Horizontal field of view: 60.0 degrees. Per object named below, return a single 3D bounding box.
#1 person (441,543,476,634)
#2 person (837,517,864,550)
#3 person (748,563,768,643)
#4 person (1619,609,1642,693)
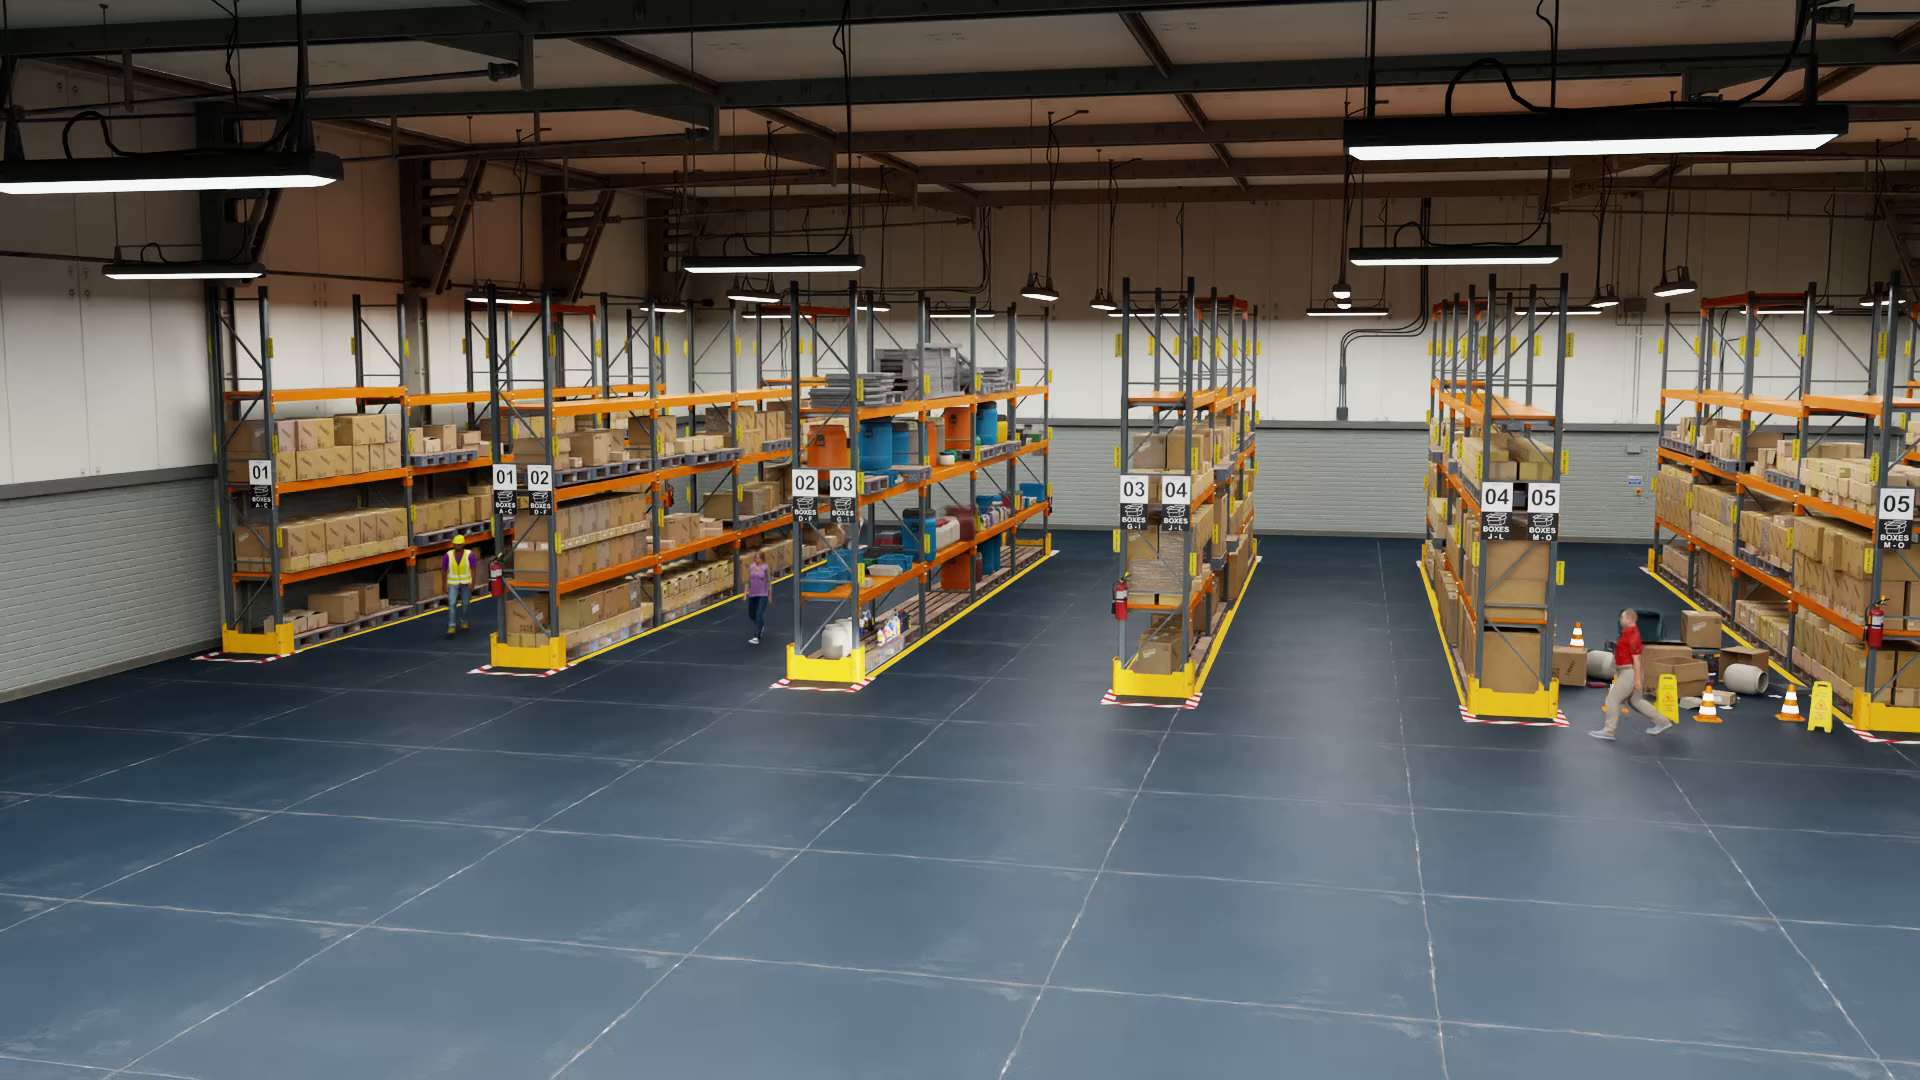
[{"bbox_3d":[-8.811,0.781,29.277,0.591,1.667,1.033,-2,7,-20],"label":"person"},{"bbox_3d":[-2.452,-0.119,37.500,0.519,1.414,0.786,3,7,23],"label":"person"},{"bbox_3d":[-3.444,1.071,28.386,0.373,1.340,0.816,2,7,17],"label":"person"},{"bbox_3d":[8.553,1.397,21.226,0.284,1.035,0.539,2,7,15],"label":"person"}]
